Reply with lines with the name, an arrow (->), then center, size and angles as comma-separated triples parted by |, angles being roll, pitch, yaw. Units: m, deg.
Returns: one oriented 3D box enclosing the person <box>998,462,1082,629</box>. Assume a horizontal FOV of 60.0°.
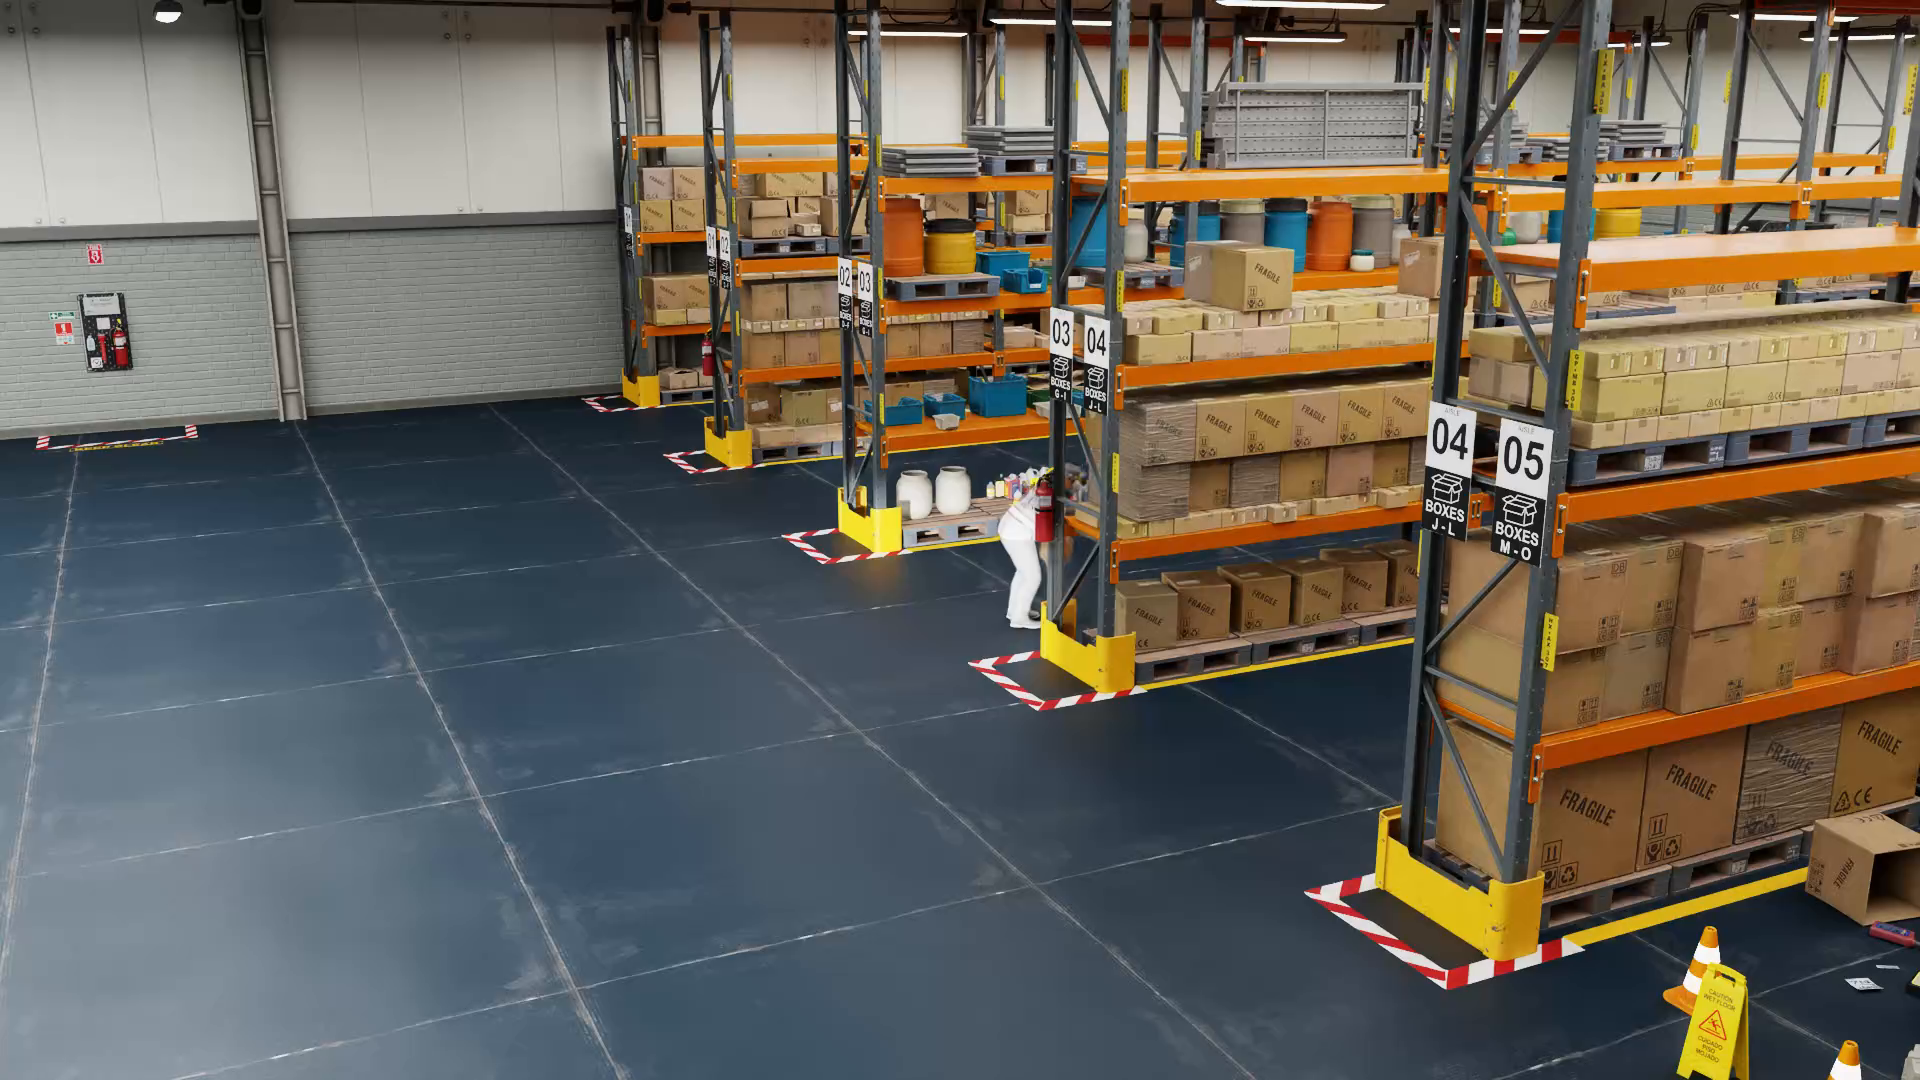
person -> 0.768, 0.036, 16.015 | 0.795, 1.590, 0.473 | -2, 15, -8
